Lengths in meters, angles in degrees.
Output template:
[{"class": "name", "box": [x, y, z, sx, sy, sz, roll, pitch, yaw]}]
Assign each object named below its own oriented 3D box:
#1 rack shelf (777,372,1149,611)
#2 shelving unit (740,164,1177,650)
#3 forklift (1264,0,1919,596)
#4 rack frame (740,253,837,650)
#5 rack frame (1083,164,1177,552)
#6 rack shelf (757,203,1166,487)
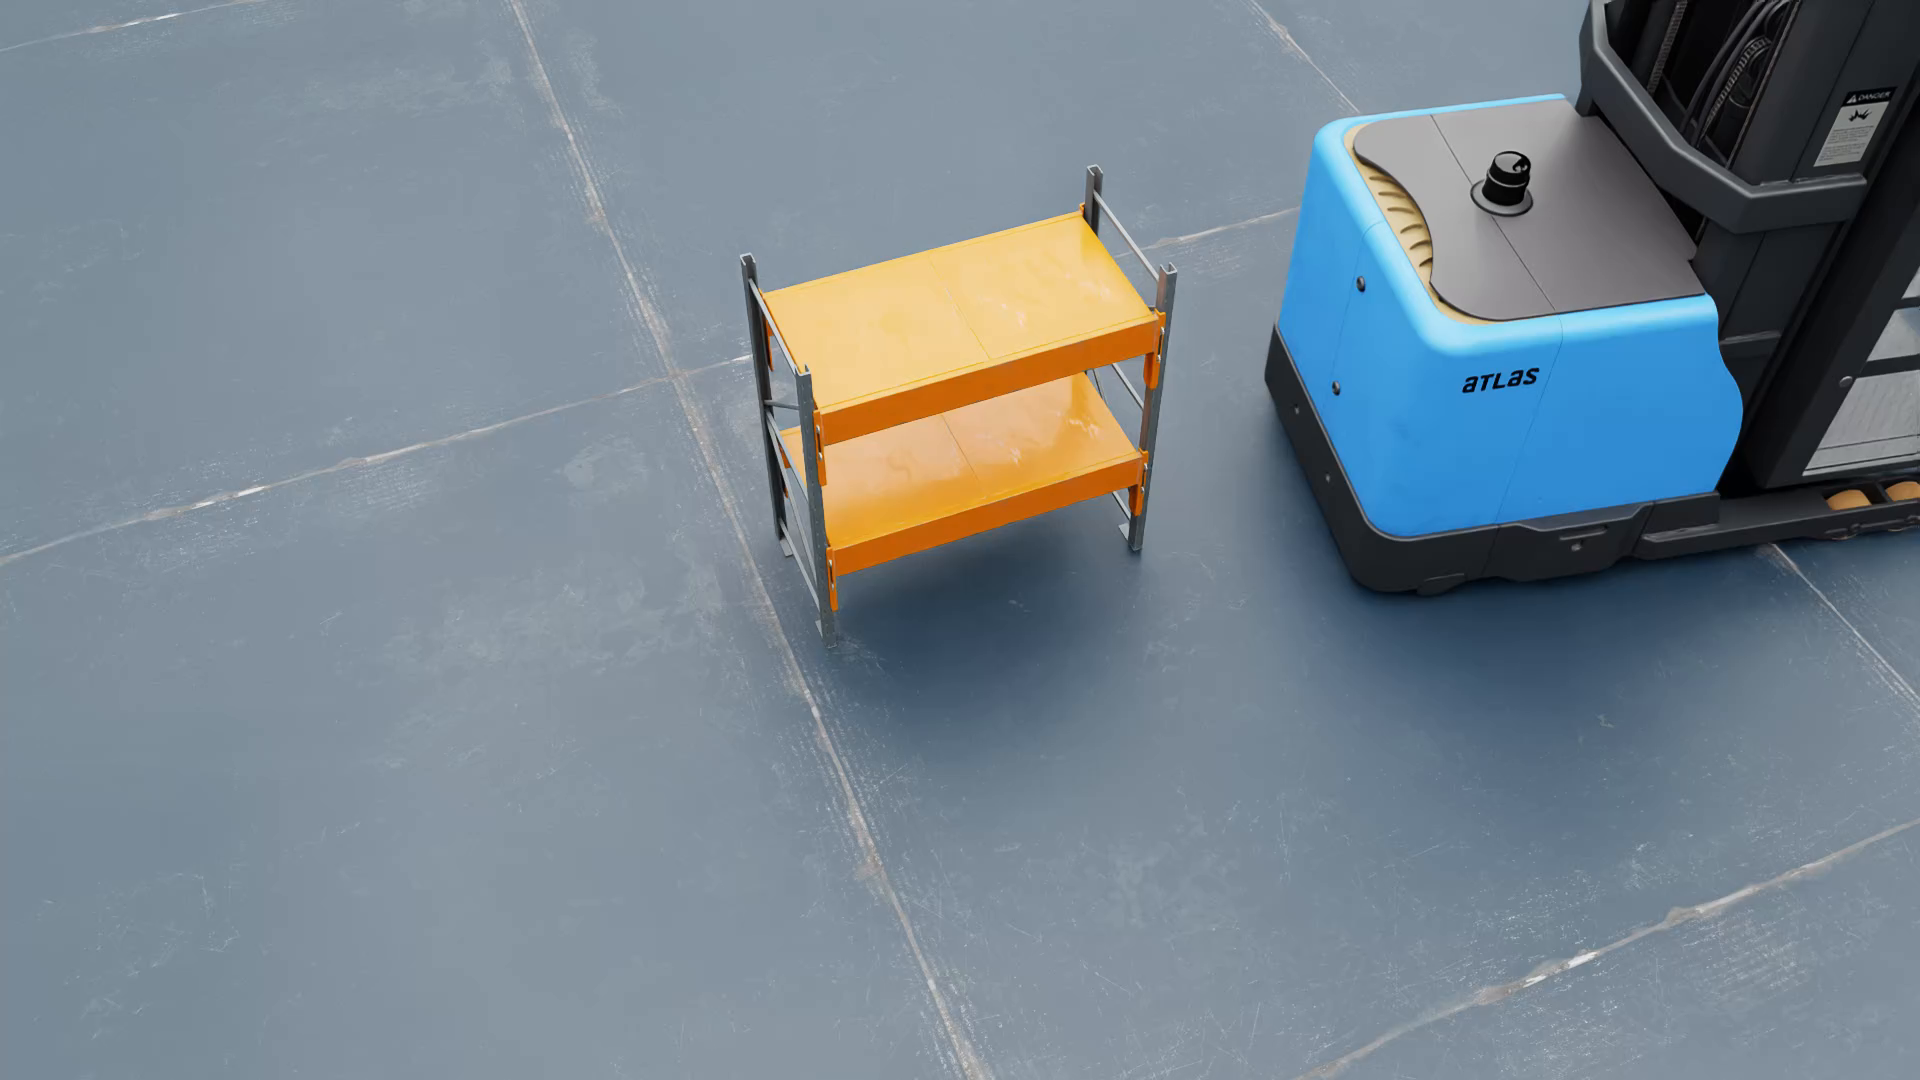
[{"class": "rack shelf", "box": [-0.006, -0.205, 5.007, 1.000, 0.278, 0.538, -17, 52, -14]}, {"class": "shelving unit", "box": [-0.006, -0.365, 4.822, 1.048, 1.125, 0.538, -17, 52, -14]}, {"class": "forklift", "box": [2.597, -1.343, 4.471, 3.031, 2.935, 1.130, -8, 50, -7]}, {"class": "rack frame", "box": [-0.477, -0.219, 4.696, 0.032, 1.125, 0.500, -17, 52, -14]}, {"class": "rack frame", "box": [0.464, -0.510, 4.947, 0.032, 1.125, 0.500, -17, 52, -14]}, {"class": "rack shelf", "box": [-0.006, -0.555, 4.600, 1.000, 0.278, 0.538, -17, 52, -14]}]
